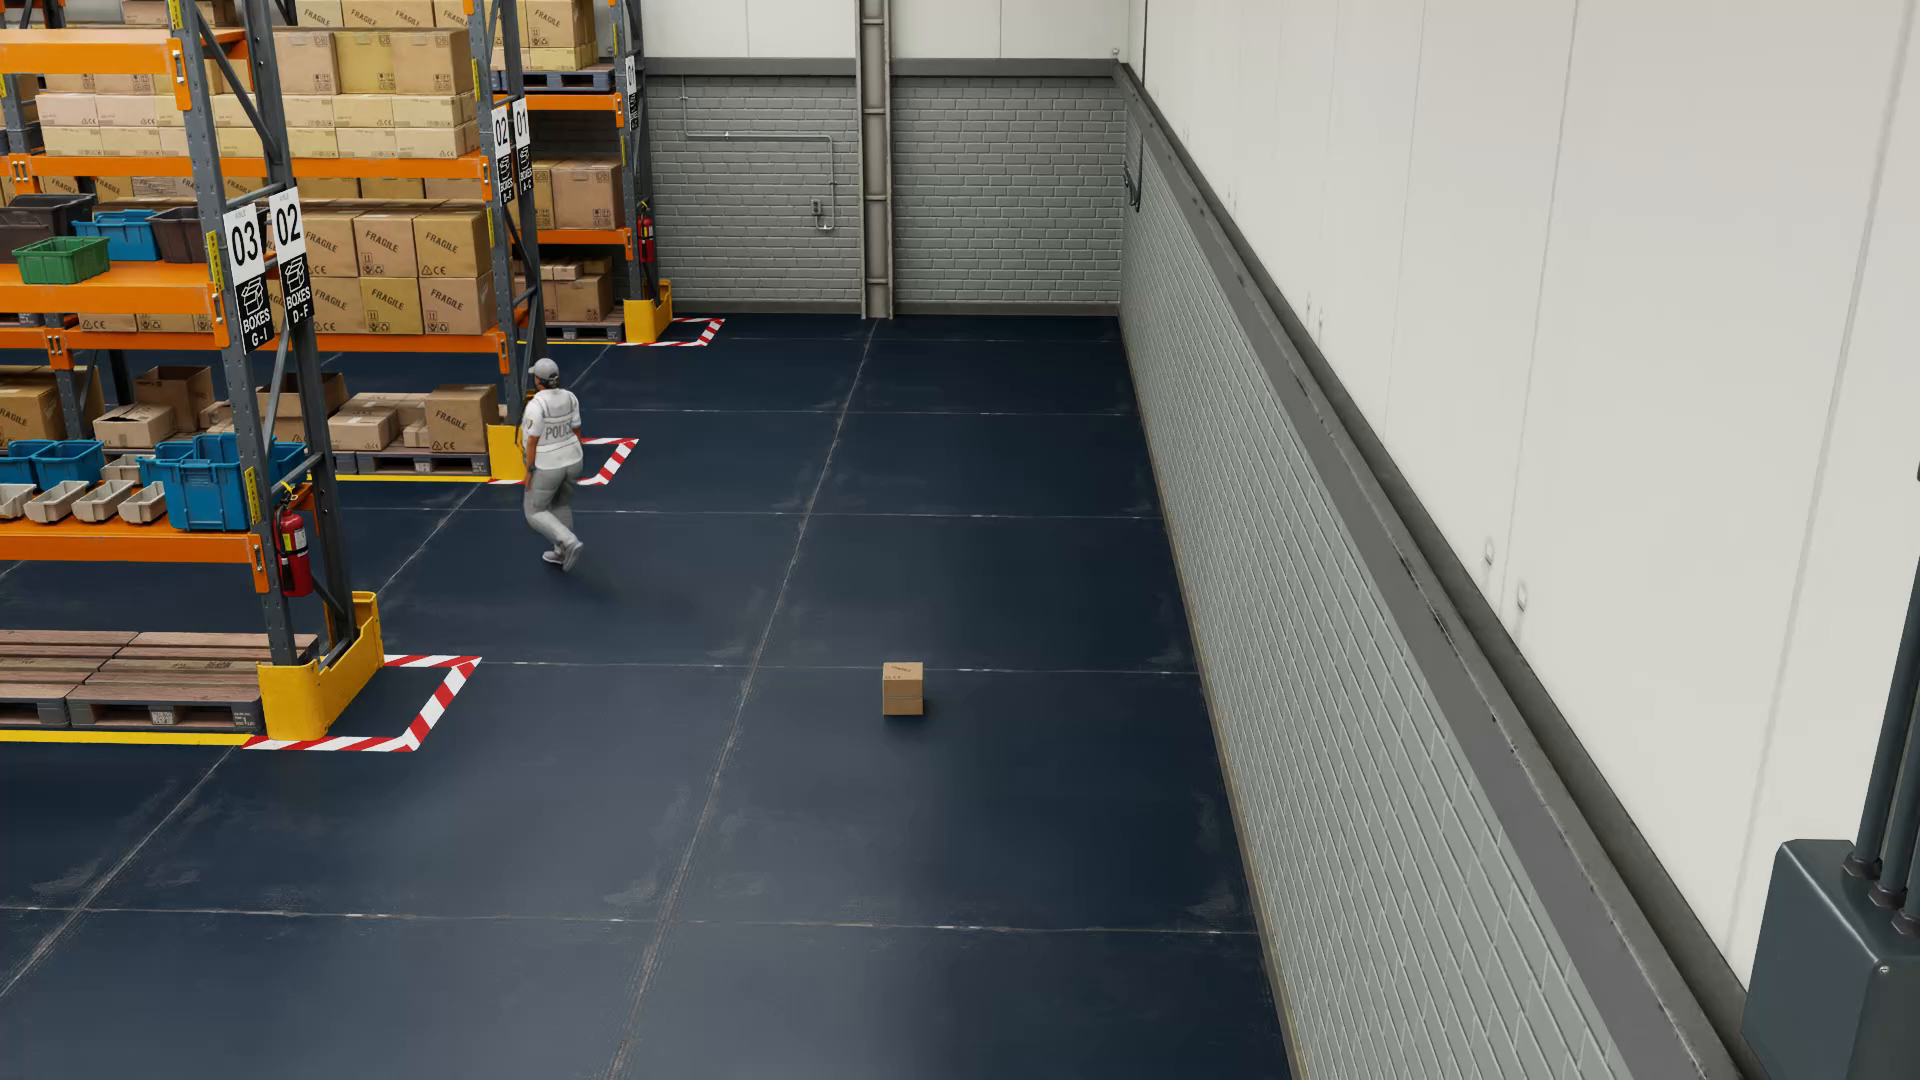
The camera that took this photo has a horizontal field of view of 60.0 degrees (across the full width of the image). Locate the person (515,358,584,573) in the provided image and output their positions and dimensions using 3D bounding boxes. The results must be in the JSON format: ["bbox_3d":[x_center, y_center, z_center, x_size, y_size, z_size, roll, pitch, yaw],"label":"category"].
[{"bbox_3d":[-3.016,-0.548,12.462,0.649,1.650,0.480,15,25,34],"label":"person"}]
